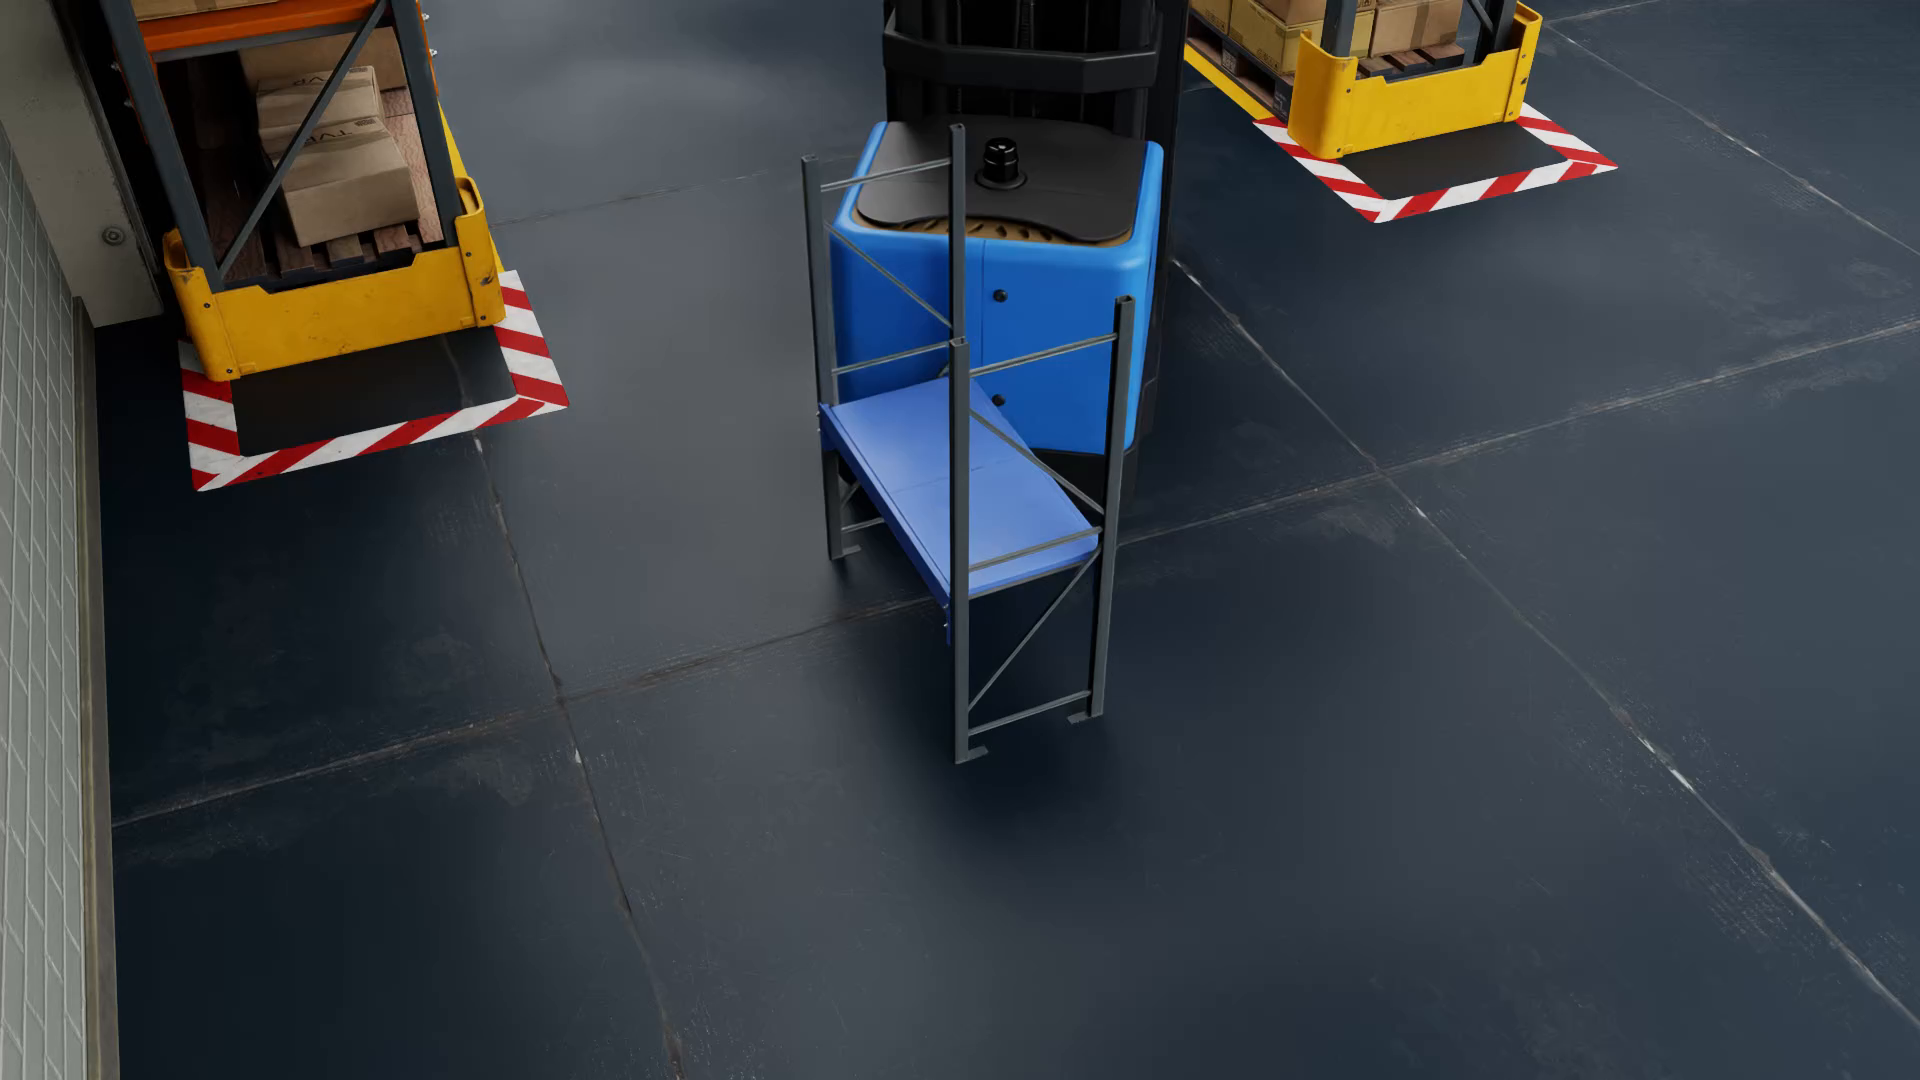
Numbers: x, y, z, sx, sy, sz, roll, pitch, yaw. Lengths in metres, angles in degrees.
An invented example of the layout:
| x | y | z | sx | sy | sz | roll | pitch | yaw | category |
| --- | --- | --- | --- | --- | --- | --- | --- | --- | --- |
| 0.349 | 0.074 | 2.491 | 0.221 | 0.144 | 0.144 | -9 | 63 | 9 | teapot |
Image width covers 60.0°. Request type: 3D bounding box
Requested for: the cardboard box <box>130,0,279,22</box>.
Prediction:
| x | y | z | sx | sy | sz | roll | pitch | yaw | category |
| --- | --- | --- | --- | --- | --- | --- | --- | --- | --- |
| -2.777 | -2.127 | 6.022 | 0.500 | 0.250 | 0.500 | -15 | 43 | -16 | cardboard box |

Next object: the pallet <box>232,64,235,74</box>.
| x | y | z | sx | sy | sz | roll | pitch | yaw | category |
| --- | --- | --- | --- | --- | --- | --- | --- | --- | --- |
| -3.660 | -2.899 | 8.959 | 1.003 | 0.211 | 1.213 | -15 | 43 | -17 | pallet |

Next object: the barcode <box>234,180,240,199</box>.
| x | y | z | sx | sy | sz | roll | pitch | yaw | category |
| --- | --- | --- | --- | --- | --- | --- | --- | --- | --- |
| -2.977 | -1.444 | 6.846 | 0.001 | 0.075 | 0.075 | -15 | 43 | -17 | barcode |

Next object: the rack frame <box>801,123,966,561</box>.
| x | y | z | sx | sy | sz | roll | pitch | yaw | category |
| --- | --- | --- | --- | --- | --- | --- | --- | --- | --- |
| -0.217 | -0.575 | 5.268 | 0.500 | 1.500 | 0.032 | -17 | 43 | -18 | rack frame |

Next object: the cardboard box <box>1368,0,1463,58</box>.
| x | y | z | sx | sy | sz | roll | pitch | yaw | category |
| --- | --- | --- | --- | --- | --- | --- | --- | --- | --- |
| 2.156 | -2.676 | 8.348 | 0.500 | 0.250 | 0.500 | -15 | 43 | -17 | cardboard box |

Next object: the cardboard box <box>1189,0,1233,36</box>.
| x | y | z | sx | sy | sz | roll | pitch | yaw | category |
| --- | --- | --- | --- | --- | --- | --- | --- | --- | --- |
| 1.476 | -2.845 | 8.544 | 0.500 | 0.250 | 0.500 | -15 | 43 | -17 | cardboard box |

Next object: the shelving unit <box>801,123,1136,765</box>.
| x | y | z | sx | sy | sz | roll | pitch | yaw | category |
| --- | --- | --- | --- | --- | --- | --- | --- | --- | --- |
| -0.006 | -0.273 | 4.918 | 0.538 | 1.500 | 1.048 | -17 | 43 | -18 | shelving unit |

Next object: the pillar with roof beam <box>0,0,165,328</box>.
| x | y | z | sx | sy | sz | roll | pitch | yaw | category |
| --- | --- | --- | --- | --- | --- | --- | --- | --- | --- |
| 0.491 | -5.497 | 5.241 | 9.100 | 9.000 | 0.400 | -15 | 43 | -17 | pillar with roof beam |

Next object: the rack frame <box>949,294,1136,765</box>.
| x | y | z | sx | sy | sz | roll | pitch | yaw | category |
| --- | --- | --- | --- | --- | --- | --- | --- | --- | --- |
| 0.206 | 0.028 | 4.567 | 0.500 | 1.500 | 0.032 | -17 | 43 | -18 | rack frame |

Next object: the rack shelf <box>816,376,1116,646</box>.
| x | y | z | sx | sy | sz | roll | pitch | yaw | category |
| --- | --- | --- | --- | --- | --- | --- | --- | --- | --- |
| -0.006 | -0.137 | 5.035 | 0.538 | 0.185 | 1.000 | -17 | 43 | -18 | rack shelf |

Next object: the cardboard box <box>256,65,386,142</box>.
| x | y | z | sx | sy | sz | roll | pitch | yaw | category |
| --- | --- | --- | --- | --- | --- | --- | --- | --- | --- |
| -2.819 | -1.873 | 7.352 | 0.500 | 0.311 | 0.500 | -12 | 42 | -13 | cardboard box |

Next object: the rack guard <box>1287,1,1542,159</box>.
| x | y | z | sx | sy | sz | roll | pitch | yaw | category |
| --- | --- | --- | --- | --- | --- | --- | --- | --- | --- |
| 2.165 | -2.218 | 7.946 | 1.175 | 0.500 | 0.348 | -15 | 43 | -17 | rack guard |

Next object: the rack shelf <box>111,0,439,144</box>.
| x | y | z | sx | sy | sz | roll | pitch | yaw | category |
| --- | --- | --- | --- | --- | --- | --- | --- | --- | --- |
| -3.184 | -2.875 | 7.344 | 1.077 | 0.370 | 4.000 | -15 | 43 | -17 | rack shelf |

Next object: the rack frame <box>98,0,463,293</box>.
| x | y | z | sx | sy | sz | roll | pitch | yaw | category |
| --- | --- | --- | --- | --- | --- | --- | --- | --- | --- |
| -2.419 | -1.943 | 5.708 | 1.000 | 3.000 | 0.127 | -15 | 43 | -17 | rack frame |

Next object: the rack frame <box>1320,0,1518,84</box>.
| x | y | z | sx | sy | sz | roll | pitch | yaw | category |
| --- | --- | --- | --- | --- | --- | --- | --- | --- | --- |
| 2.156 | -3.181 | 7.148 | 1.000 | 3.000 | 0.127 | -15 | 43 | -17 | rack frame |

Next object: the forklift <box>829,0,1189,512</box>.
| x | y | z | sx | sy | sz | roll | pitch | yaw | category |
| --- | --- | --- | --- | --- | --- | --- | --- | --- | --- |
| 0.308 | -2.172 | 6.028 | 1.130 | 2.935 | 3.031 | 6 | 41 | 7 | forklift |

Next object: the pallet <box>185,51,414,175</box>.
| x | y | z | sx | sy | sz | roll | pitch | yaw | category |
| --- | --- | --- | --- | --- | --- | --- | --- | --- | --- |
| -3.189 | -2.163 | 8.104 | 1.003 | 0.211 | 1.213 | -15 | 43 | -17 | pallet |

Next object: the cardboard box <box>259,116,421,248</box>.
| x | y | z | sx | sy | sz | roll | pitch | yaw | category |
| --- | --- | --- | --- | --- | --- | --- | --- | --- | --- |
| -2.601 | -1.529 | 6.952 | 0.500 | 0.311 | 0.500 | -20 | 45 | -22 | cardboard box |

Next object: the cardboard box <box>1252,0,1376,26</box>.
| x | y | z | sx | sy | sz | roll | pitch | yaw | category |
| --- | --- | --- | --- | --- | --- | --- | --- | --- | --- |
| 1.676 | -2.830 | 7.953 | 0.500 | 0.500 | 0.500 | -15 | 43 | -17 | cardboard box |

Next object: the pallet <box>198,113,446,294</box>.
| x | y | z | sx | sy | sz | roll | pitch | yaw | category |
| --- | --- | --- | --- | --- | --- | --- | --- | --- | --- |
| -2.726 | -1.429 | 7.250 | 1.003 | 0.211 | 1.213 | -15 | 43 | -17 | pallet |

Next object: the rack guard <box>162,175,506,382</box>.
| x | y | z | sx | sy | sz | roll | pitch | yaw | category |
| --- | --- | --- | --- | --- | --- | --- | --- | --- | --- |
| -2.448 | -1.041 | 6.577 | 1.175 | 0.500 | 0.348 | -15 | 43 | -17 | rack guard |

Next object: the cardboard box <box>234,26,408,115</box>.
| x | y | z | sx | sy | sz | roll | pitch | yaw | category |
| --- | --- | --- | --- | --- | --- | --- | --- | --- | --- |
| -3.053 | -2.399 | 7.819 | 0.700 | 0.500 | 0.500 | -18 | 44 | -20 | cardboard box |

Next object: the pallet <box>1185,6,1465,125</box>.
| x | y | z | sx | sy | sz | roll | pitch | yaw | category |
| --- | --- | --- | --- | --- | --- | --- | --- | --- | --- |
| 1.825 | -2.574 | 8.581 | 1.003 | 0.211 | 1.213 | -15 | 43 | -17 | pallet |

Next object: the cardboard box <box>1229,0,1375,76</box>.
| x | y | z | sx | sy | sz | roll | pitch | yaw | category |
| --- | --- | --- | --- | --- | --- | --- | --- | --- | --- |
| 1.678 | -2.547 | 8.198 | 0.500 | 0.250 | 0.500 | -15 | 43 | -17 | cardboard box |
